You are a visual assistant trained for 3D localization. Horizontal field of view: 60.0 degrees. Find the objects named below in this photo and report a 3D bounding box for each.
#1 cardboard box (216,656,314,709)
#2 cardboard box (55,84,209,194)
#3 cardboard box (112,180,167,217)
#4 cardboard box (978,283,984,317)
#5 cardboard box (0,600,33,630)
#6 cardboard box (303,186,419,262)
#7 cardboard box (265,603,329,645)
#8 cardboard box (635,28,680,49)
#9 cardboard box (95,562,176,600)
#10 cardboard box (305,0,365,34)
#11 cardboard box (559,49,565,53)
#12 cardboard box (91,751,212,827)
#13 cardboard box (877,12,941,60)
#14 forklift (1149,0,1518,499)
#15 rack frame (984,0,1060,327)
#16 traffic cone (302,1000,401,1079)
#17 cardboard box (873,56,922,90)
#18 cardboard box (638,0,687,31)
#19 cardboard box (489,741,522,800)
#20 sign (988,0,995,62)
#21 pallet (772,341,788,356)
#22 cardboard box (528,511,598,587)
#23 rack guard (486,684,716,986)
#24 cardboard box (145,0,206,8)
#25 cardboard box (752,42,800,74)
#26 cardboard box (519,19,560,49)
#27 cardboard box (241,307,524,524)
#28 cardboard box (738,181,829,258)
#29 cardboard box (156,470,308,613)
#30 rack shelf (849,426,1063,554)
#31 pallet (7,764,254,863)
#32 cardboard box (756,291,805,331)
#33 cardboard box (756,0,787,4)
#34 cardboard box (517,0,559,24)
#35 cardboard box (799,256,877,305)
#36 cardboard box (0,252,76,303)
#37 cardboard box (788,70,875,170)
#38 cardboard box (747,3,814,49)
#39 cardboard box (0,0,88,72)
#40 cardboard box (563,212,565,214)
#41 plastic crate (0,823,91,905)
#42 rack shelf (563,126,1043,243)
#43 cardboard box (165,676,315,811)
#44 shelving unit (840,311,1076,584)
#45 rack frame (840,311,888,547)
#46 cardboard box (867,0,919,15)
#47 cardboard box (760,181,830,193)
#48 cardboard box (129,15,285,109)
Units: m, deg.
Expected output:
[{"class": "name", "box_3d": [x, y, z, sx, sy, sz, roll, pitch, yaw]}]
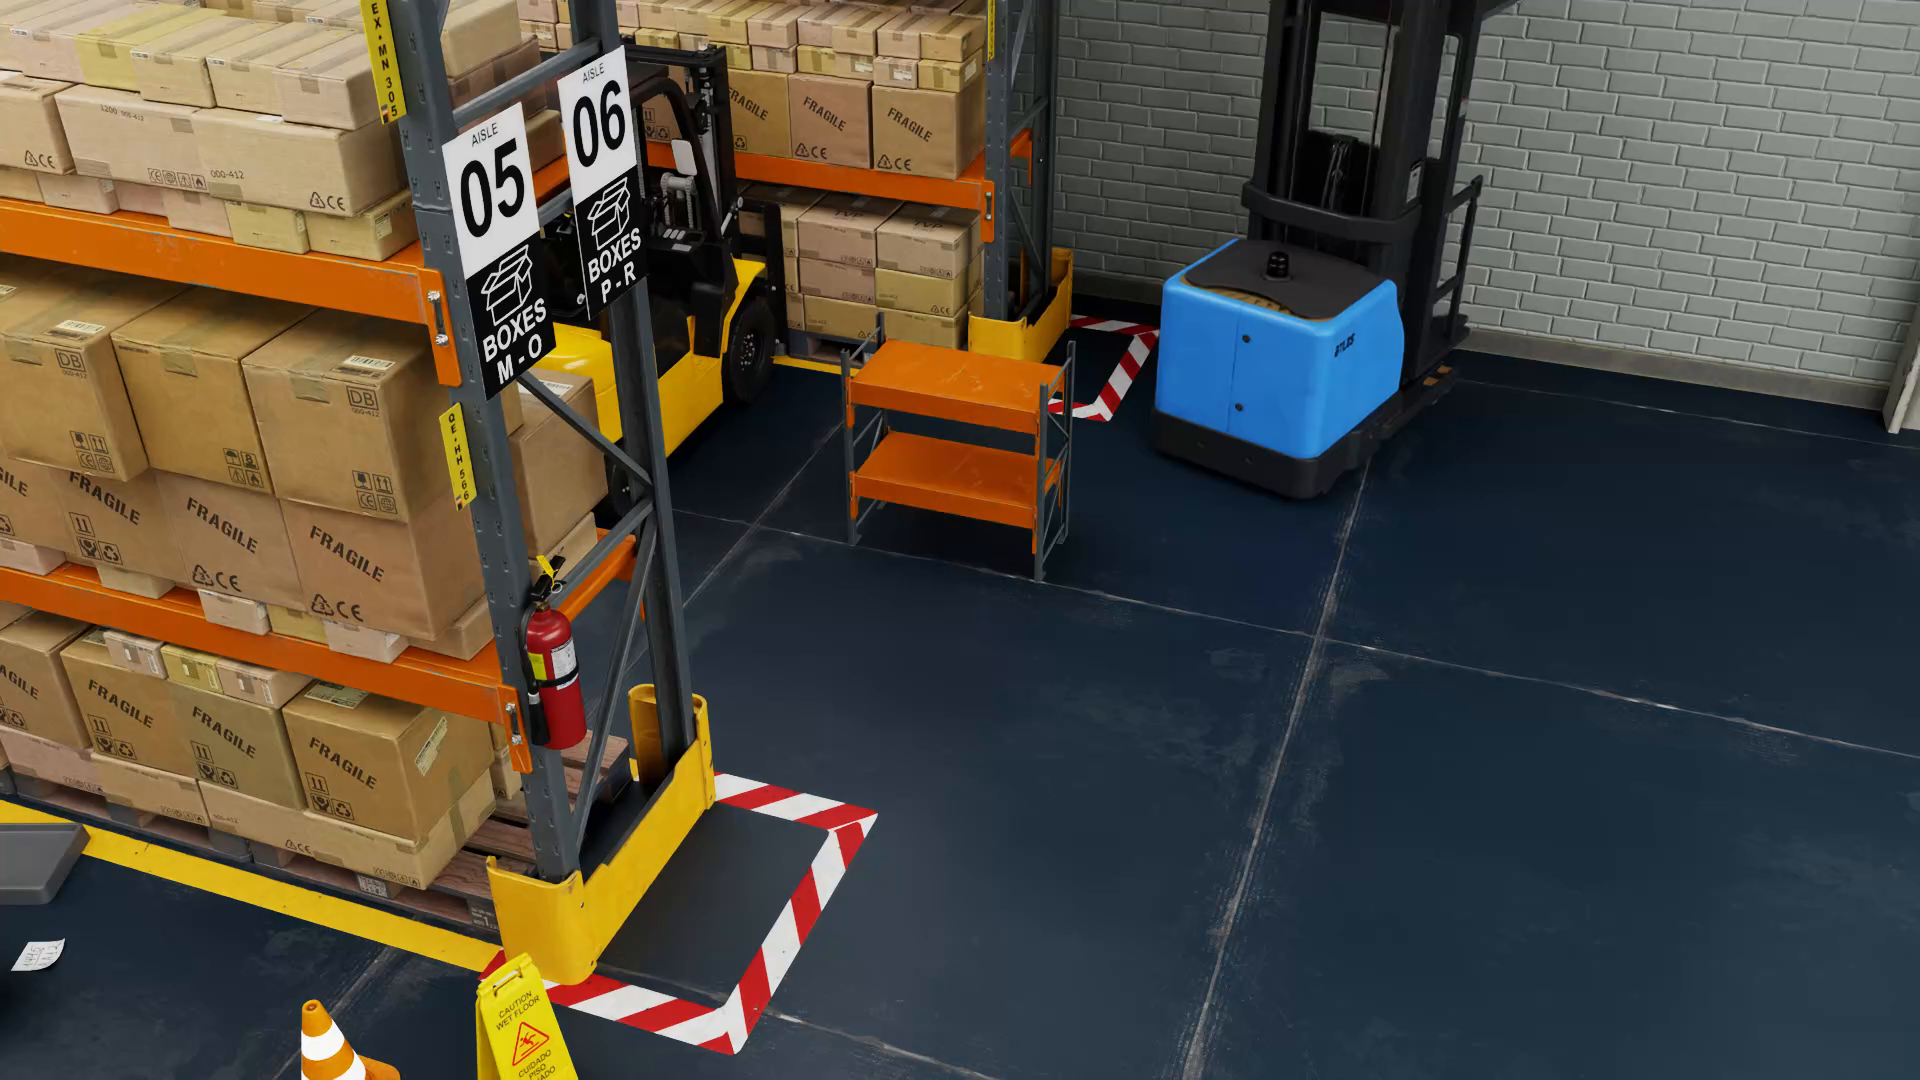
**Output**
[{"class": "cardboard box", "box_3d": [-2.515, 0.436, 6.168, 0.250, 0.149, 0.380, 12, 35, 18]}, {"class": "cardboard box", "box_3d": [-2.346, -1.287, 5.076, 0.500, 0.250, 0.500, 11, 34, 16]}, {"class": "cardboard box", "box_3d": [-2.435, -1.161, 5.249, 0.250, 0.149, 0.380, 11, 35, 17]}, {"class": "cardboard box", "box_3d": [-0.030, -1.655, 10.696, 0.500, 0.250, 0.500, 11, 34, 17]}, {"class": "cardboard box", "box_3d": [-3.770, 0.190, 6.548, 0.250, 0.149, 0.380, 13, 35, 19]}, {"class": "cardboard box", "box_3d": [-1.735, -0.986, 4.978, 0.250, 0.149, 0.380, 11, 34, 17]}, {"class": "cardboard box", "box_3d": [-2.239, 0.190, 5.922, 0.250, 0.149, 0.380, 10, 34, 16]}, {"class": "cardboard box", "box_3d": [-1.739, -3.005, 9.949, 0.250, 0.149, 0.380, 10, 34, 15]}, {"class": "cardboard box", "box_3d": [-2.957, 0.039, 6.156, 0.250, 0.149, 0.380, 11, 34, 16]}, {"class": "cardboard box", "box_3d": [-1.813, -1.606, 5.203, 0.250, 0.149, 0.380, 11, 34, 16]}, {"class": "cardboard box", "box_3d": [-2.097, -2.825, 10.268, 0.500, 0.500, 0.500, 11, 34, 16]}, {"class": "cardboard box", "box_3d": [-3.136, 0.867, 6.789, 0.500, 0.250, 0.500, 10, 34, 15]}, {"class": "cardboard box", "box_3d": [-0.285, -2.871, 9.467, 0.250, 0.149, 0.380, 11, 34, 17]}, {"class": "forklift", "box_3d": [2.380, -2.191, 9.441, 1.130, 2.935, 3.031, 23, 39, 31]}, {"class": "rack frame", "box_3d": [0.366, -2.444, 9.770, 0.127, 3.000, 1.000, 11, 34, 16]}, {"class": "traffic cone", "box_3d": [-2.145, 1.737, 5.633, 0.334, 0.463, 0.336, 11, 34, 16]}, {"class": "cardboard box", "box_3d": [-0.305, -2.711, 9.493, 0.250, 0.149, 0.380, 12, 35, 17]}, {"class": "cardboard box", "box_3d": [-1.719, -3.174, 9.936, 0.250, 0.149, 0.380, 11, 34, 17]}, {"class": "cardboard box", "box_3d": [-1.971, 0.781, 6.923, 0.500, 0.250, 0.500, 11, 34, 16]}, {"class": "sign", "box_3d": [0.170, -2.756, 8.967, 0.005, 0.325, 0.100, 11, 34, 16]}, {"class": "pallet", "box_3d": [-1.512, -1.616, 11.057, 1.213, 0.211, 1.003, 11, 34, 16]}, {"class": "cardboard box", "box_3d": [-1.555, 0.029, 6.172, 0.250, 0.149, 0.380, 11, 34, 17]}, {"class": "rack guard", "box_3d": [-1.376, 1.127, 6.543, 0.348, 0.500, 1.175, 11, 34, 16]}, {"class": "cardboard box", "box_3d": [-2.504, -1.763, 5.447, 0.250, 0.149, 0.380, 11, 34, 16]}, {"class": "cardboard box", "box_3d": [-1.026, -2.865, 9.732, 0.250, 0.149, 0.380, 10, 34, 15]}, {"class": "cardboard box", "box_3d": [-2.482, -3.135, 10.150, 0.250, 0.149, 0.380, 12, 35, 18]}, {"class": "cardboard box", "box_3d": [-1.859, -0.478, 5.437, 0.500, 0.500, 0.700, 10, 34, 15]}, {"class": "cardboard box", "box_3d": [-1.134, -1.988, 10.290, 0.500, 0.250, 0.500, 11, 35, 17]}, {"class": "cardboard box", "box_3d": [-2.379, -0.129, 5.817, 0.500, 0.500, 0.500, 11, 34, 17]}, {"class": "rack shelf", "box_3d": [-0.006, -0.268, 8.579, 1.000, 0.278, 0.538, 11, 34, 16]}, {"class": "pallet", "box_3d": [-3.274, 0.858, 7.227, 1.213, 0.211, 1.003, 11, 34, 16]}, {"class": "cardboard box", "box_3d": [-1.116, -1.582, 10.583, 0.500, 0.250, 0.500, 11, 35, 17]}, {"class": "cardboard box", "box_3d": [-1.064, -3.347, 10.204, 0.250, 0.149, 0.380, 10, 34, 15]}, {"class": "cardboard box", "box_3d": [-2.472, -3.263, 10.073, 0.250, 0.149, 0.380, 12, 35, 18]}, {"class": "cardboard box", "box_3d": [-0.666, -1.702, 10.308, 0.500, 0.250, 0.500, 11, 34, 16]}, {"class": "cardboard box", "box_3d": [-3.271, -0.778, 5.901, 0.500, 0.500, 0.700, 11, 34, 16]}, {"class": "cardboard box", "box_3d": [-0.671, -2.542, 9.829, 0.500, 0.500, 0.500, 12, 35, 18]}, {"class": "cardboard box", "box_3d": [-1.032, -2.980, 9.635, 0.250, 0.149, 0.380, 12, 35, 18]}, {"class": "cardboard box", "box_3d": [-2.886, -1.596, 5.188, 0.250, 0.149, 0.380, 10, 34, 15]}, {"class": "cardboard box", "box_3d": [-2.572, -2.270, 10.727, 0.500, 0.250, 0.500, 11, 34, 17]}, {"class": "plastic crate", "box_3d": [-3.869, 1.292, 6.676, 0.583, 0.080, 0.402, 0, 33, 0]}, {"class": "rack shelf", "box_3d": [-1.517, -2.508, 10.532, 4.000, 0.370, 1.077, 11, 34, 16]}, {"class": "cardboard box", "box_3d": [-2.639, 0.647, 6.438, 0.500, 0.500, 0.500, 12, 35, 18]}, {"class": "shelving unit", "box_3d": [-0.006, -0.474, 8.447, 1.048, 1.125, 0.538, 11, 34, 16]}, {"class": "rack frame", "box_3d": [-0.485, -0.567, 8.591, 0.032, 1.125, 0.500, 11, 34, 16]}, {"class": "cardboard box", "box_3d": [-0.366, -3.160, 9.915, 0.250, 0.149, 0.380, 12, 35, 17]}, {"class": "cardboard box", "box_3d": [-0.961, -2.257, 10.706, 0.500, 0.250, 0.500, 11, 34, 16]}, {"class": "cardboard box", "box_3d": [-2.199, -1.414, 4.906, 0.250, 0.149, 0.380, 11, 34, 16]}]
